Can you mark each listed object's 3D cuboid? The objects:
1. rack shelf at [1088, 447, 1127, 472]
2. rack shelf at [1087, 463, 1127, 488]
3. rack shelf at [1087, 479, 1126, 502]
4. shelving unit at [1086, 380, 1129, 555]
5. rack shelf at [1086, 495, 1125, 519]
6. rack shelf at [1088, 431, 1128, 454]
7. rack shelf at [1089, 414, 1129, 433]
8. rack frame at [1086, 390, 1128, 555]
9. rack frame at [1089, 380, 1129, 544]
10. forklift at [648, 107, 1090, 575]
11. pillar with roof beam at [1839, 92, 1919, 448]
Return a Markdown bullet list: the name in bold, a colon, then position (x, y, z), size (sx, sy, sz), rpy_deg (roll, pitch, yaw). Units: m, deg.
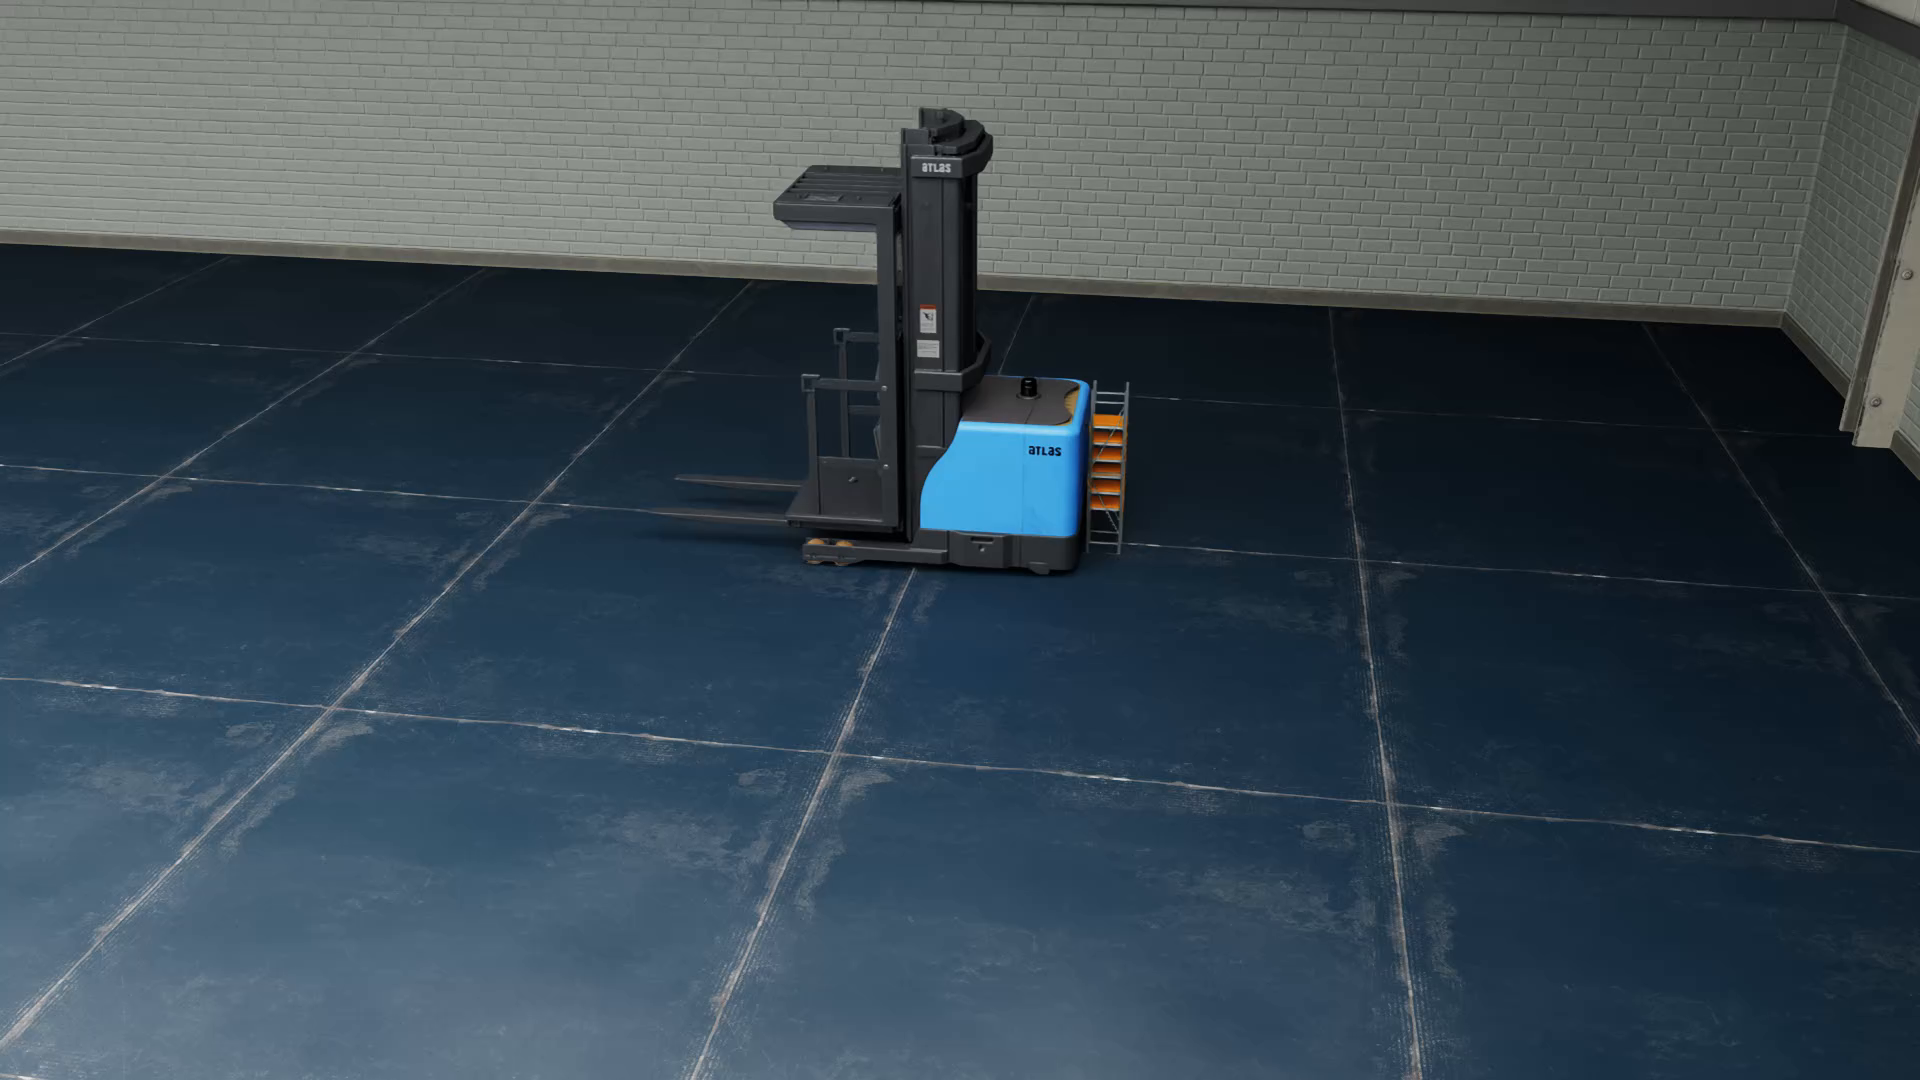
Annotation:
- **rack shelf**: position (1.007, -0.555, 11.341), size (0.258, 0.103, 0.180), rpy_deg (4, 25, 8)
- **rack shelf**: position (1.007, -0.446, 11.392), size (0.258, 0.103, 0.180), rpy_deg (4, 25, 8)
- **rack shelf**: position (1.007, -0.337, 11.443), size (0.258, 0.103, 0.180), rpy_deg (4, 25, 8)
- **shelving unit**: position (1.007, -0.486, 11.373), size (0.258, 1.200, 0.189), rpy_deg (4, 25, 8)
- **rack shelf**: position (1.007, -0.229, 11.494), size (0.258, 0.103, 0.180), rpy_deg (4, 25, 8)
- **rack shelf**: position (1.007, -0.663, 11.291), size (0.258, 0.103, 0.180), rpy_deg (4, 25, 8)
- **rack shelf**: position (1.007, -0.772, 11.240), size (0.258, 0.103, 0.180), rpy_deg (4, 25, 8)
- **rack frame**: position (0.994, -0.448, 11.291), size (0.240, 1.200, 0.006), rpy_deg (4, 25, 8)
- **rack frame**: position (1.020, -0.525, 11.455), size (0.240, 1.200, 0.006), rpy_deg (4, 25, 8)
- **forklift**: position (-0.640, -1.368, 11.214), size (3.031, 2.935, 1.130), rpy_deg (4, 25, 8)
- **pillar with roof beam**: position (3.121, -5.201, 12.247), size (9.100, 9.000, 0.400), rpy_deg (4, 25, 9)
